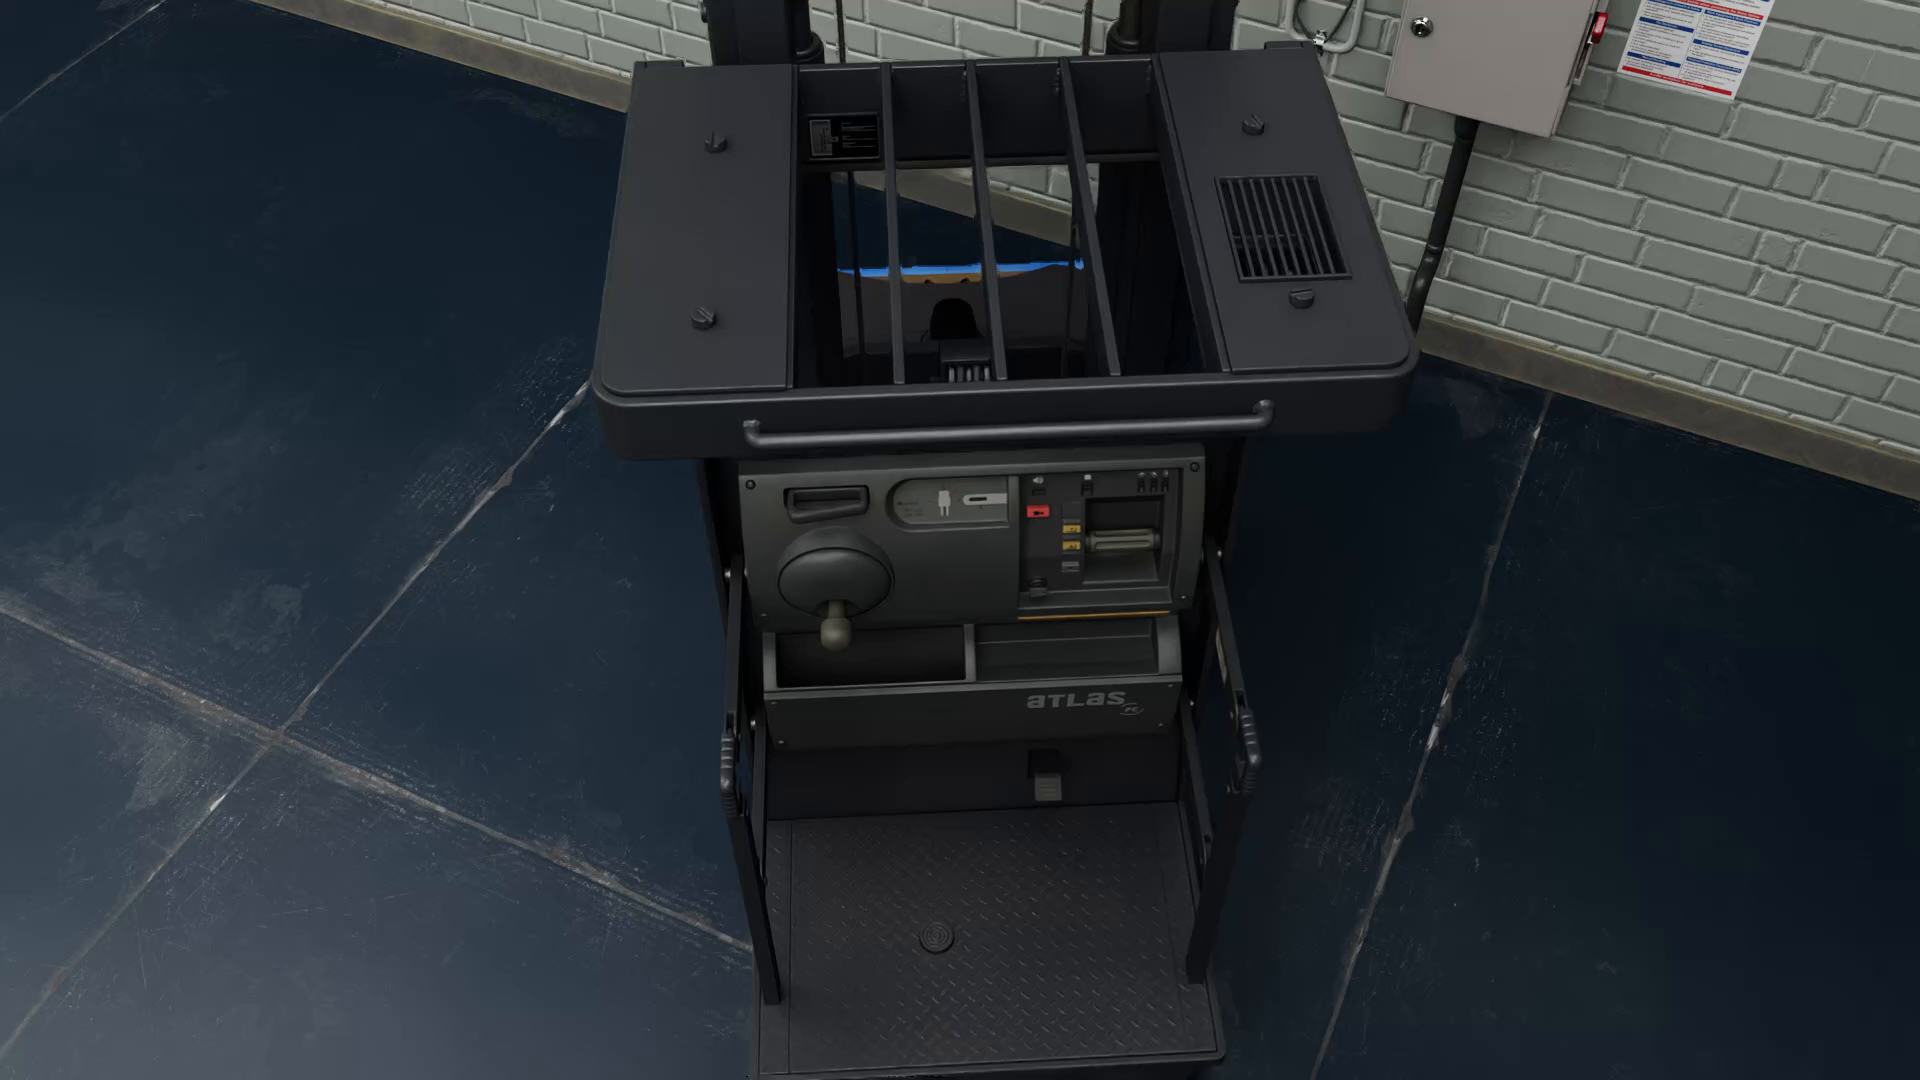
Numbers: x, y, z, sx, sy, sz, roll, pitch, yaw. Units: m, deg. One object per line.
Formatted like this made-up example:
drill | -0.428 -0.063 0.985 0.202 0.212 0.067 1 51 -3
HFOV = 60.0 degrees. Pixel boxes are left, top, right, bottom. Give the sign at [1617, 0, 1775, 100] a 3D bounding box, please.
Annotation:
sign | 2.052 -1.465 4.589 0.329 0.494 0.001 20 52 16

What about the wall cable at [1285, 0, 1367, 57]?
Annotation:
wall cable | 0.967 -2.173 4.463 0.588 1.984 0.122 20 52 16

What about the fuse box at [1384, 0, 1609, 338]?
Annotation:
fuse box | 1.517 -1.096 5.059 0.539 1.711 0.414 20 52 16

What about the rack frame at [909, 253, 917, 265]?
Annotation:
rack frame | -0.026 -0.534 5.114 0.240 0.900 0.006 -2 50 -2

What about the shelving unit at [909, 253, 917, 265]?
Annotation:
shelving unit | -0.020 -0.457 5.048 0.258 0.900 0.210 -2 50 -2

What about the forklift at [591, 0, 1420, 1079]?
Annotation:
forklift | 0.042 0.120 3.223 1.130 2.935 3.031 -2 50 -2
